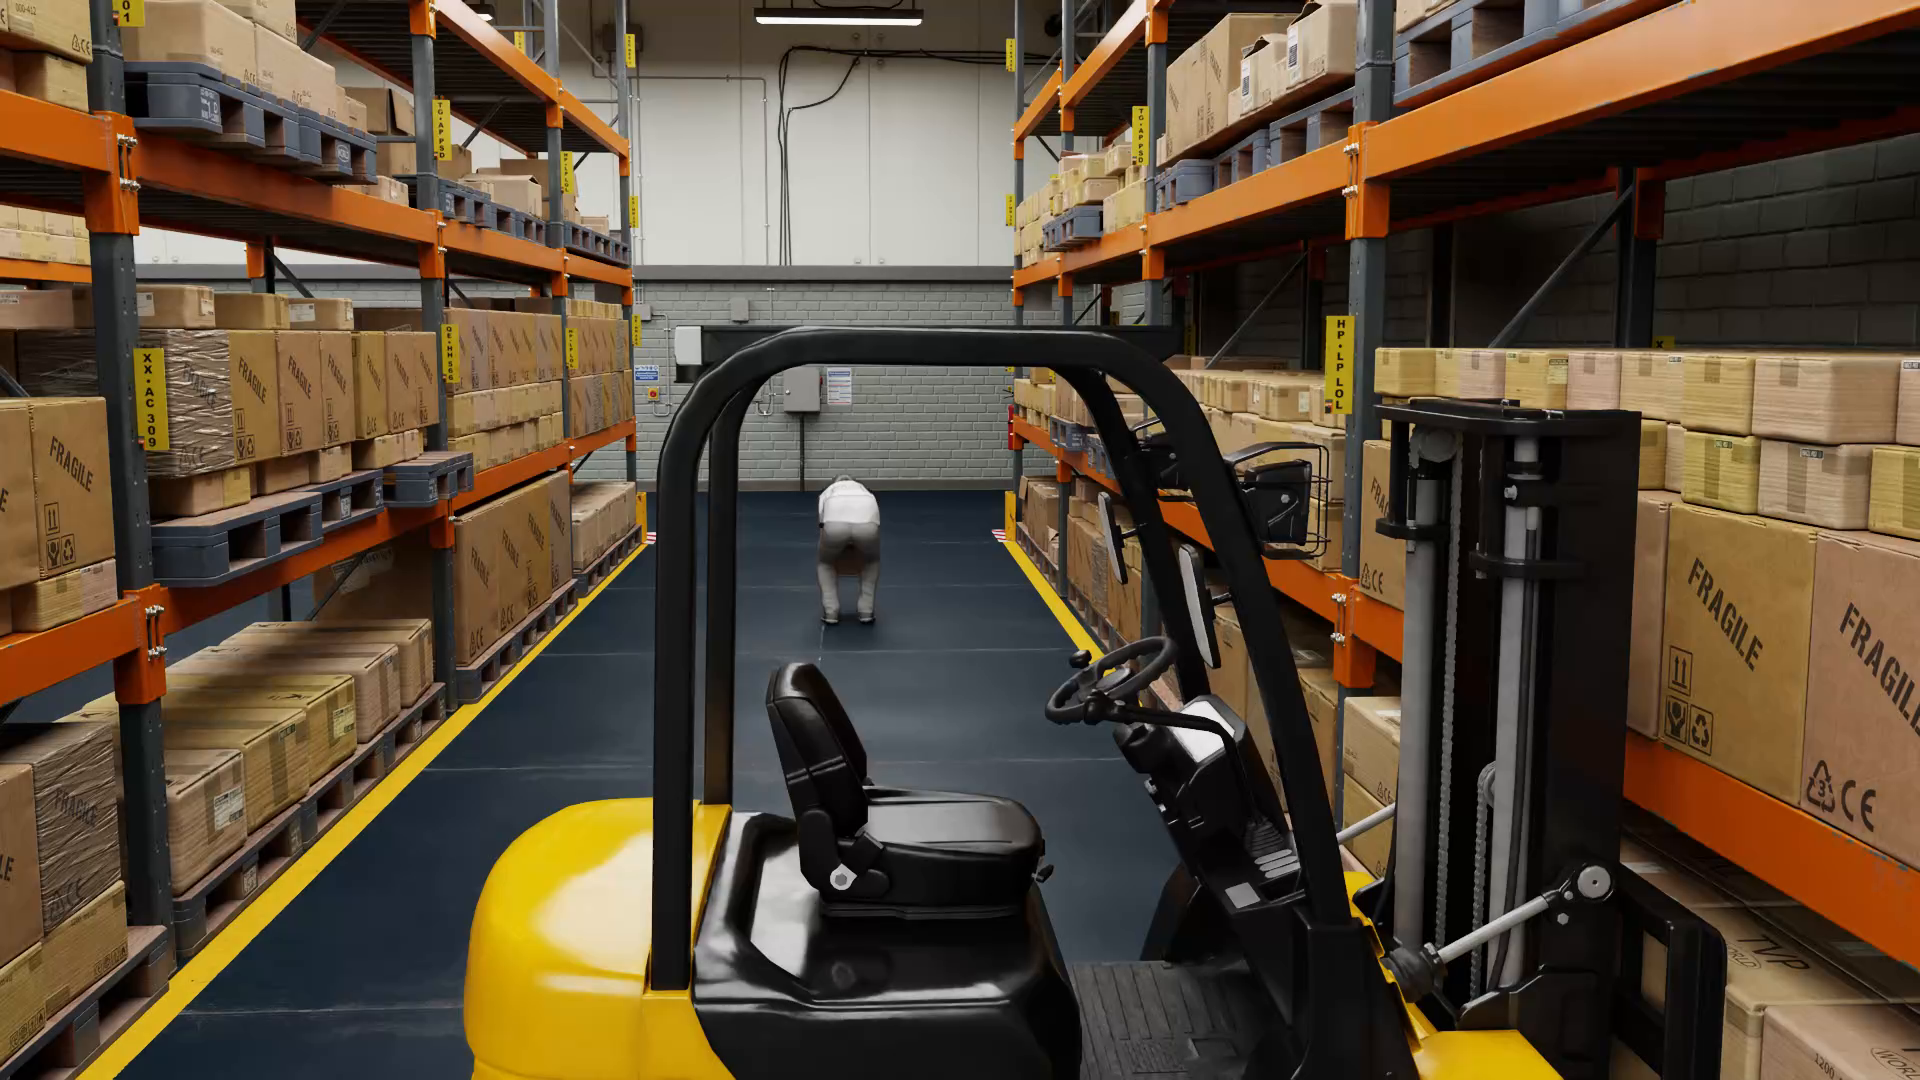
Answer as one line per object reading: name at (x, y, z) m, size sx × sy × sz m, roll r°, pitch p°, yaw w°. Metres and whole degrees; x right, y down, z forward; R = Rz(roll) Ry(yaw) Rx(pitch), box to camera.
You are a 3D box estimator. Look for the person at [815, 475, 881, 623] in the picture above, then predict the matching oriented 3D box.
person at (-0.851, 0.070, 12.627) m, size 0.499 × 1.073 × 0.934 m, roll -1°, pitch 7°, yaw -7°
